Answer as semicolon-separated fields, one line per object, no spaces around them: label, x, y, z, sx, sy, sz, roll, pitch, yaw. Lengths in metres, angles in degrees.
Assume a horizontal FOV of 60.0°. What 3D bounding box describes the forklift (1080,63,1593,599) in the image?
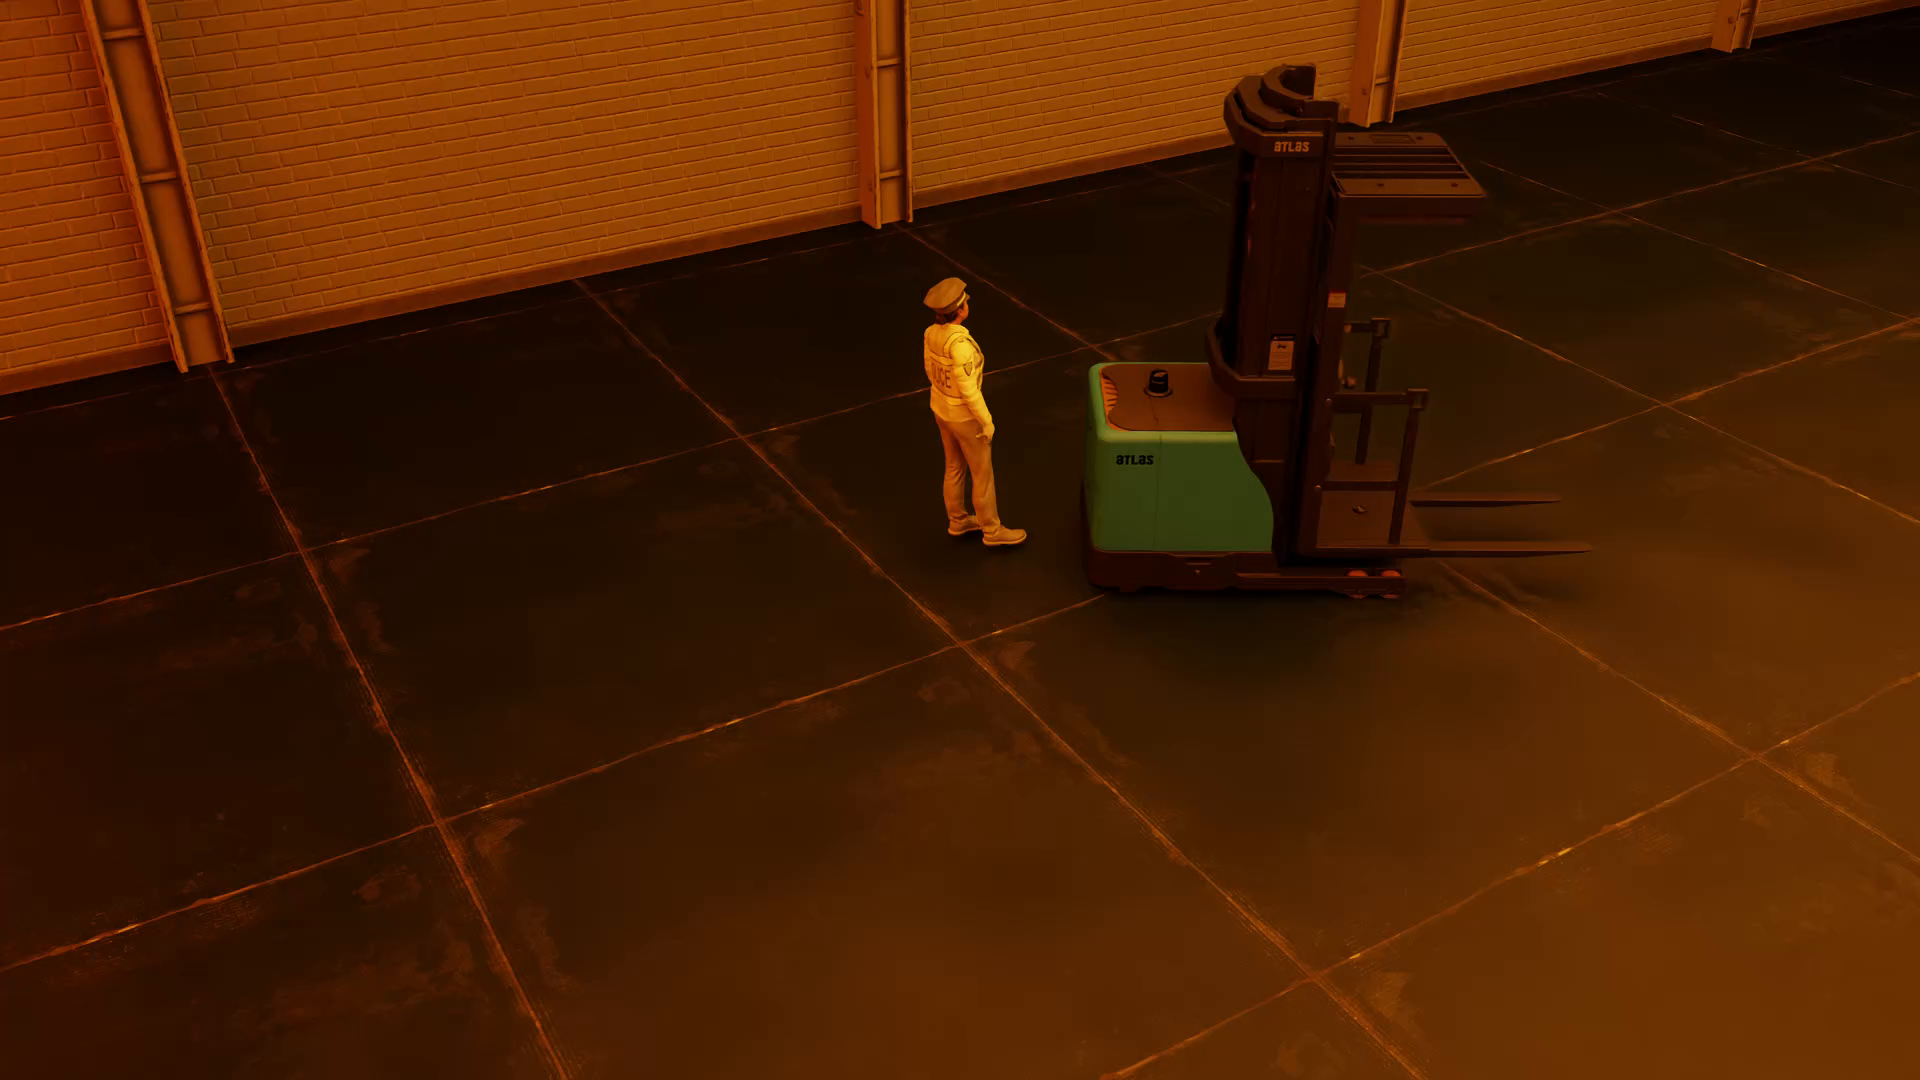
forklift;2.285;-1.184;9.624;3.031;2.935;1.130;0;31;0

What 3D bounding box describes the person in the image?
person;0.062;-0.784;10.076;0.525;1.695;0.600;-17;35;-26
